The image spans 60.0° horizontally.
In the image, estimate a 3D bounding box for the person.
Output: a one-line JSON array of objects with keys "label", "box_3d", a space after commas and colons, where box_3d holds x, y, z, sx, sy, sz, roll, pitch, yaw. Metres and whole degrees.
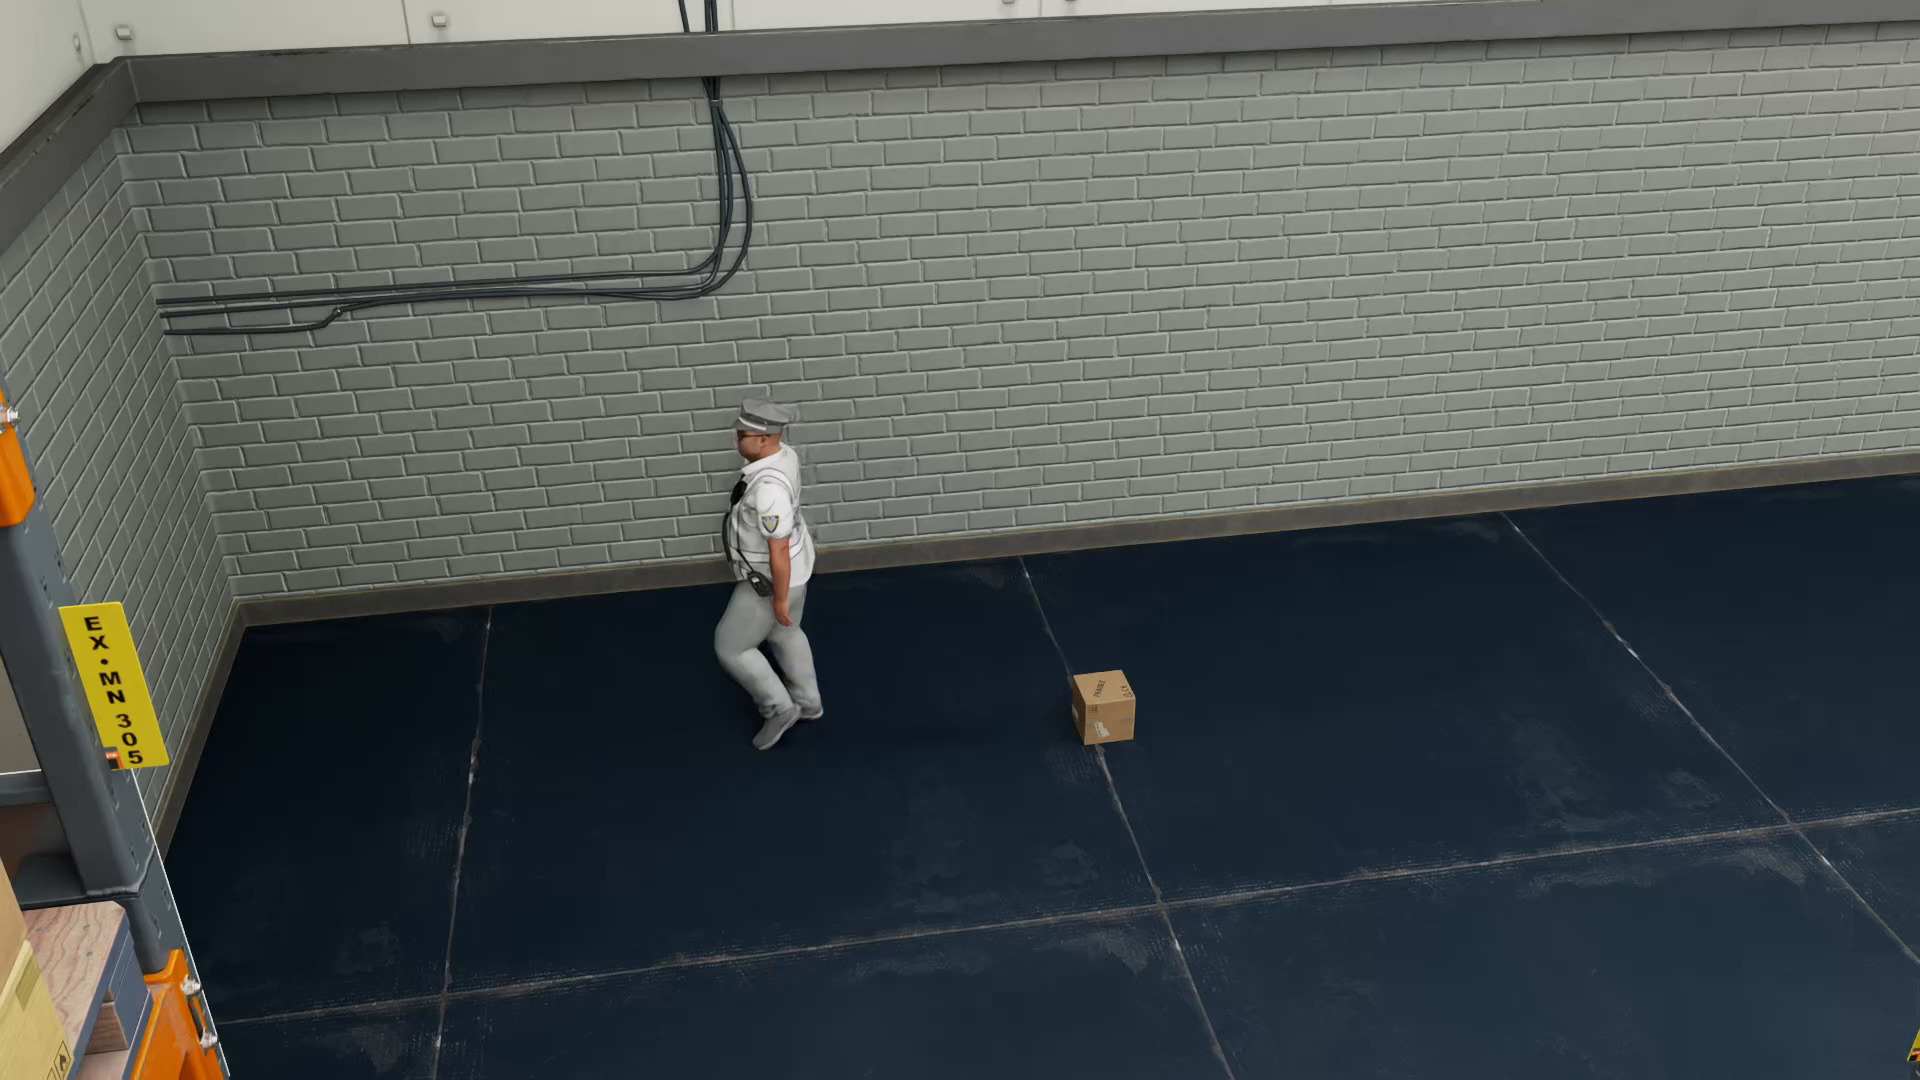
[{"label": "person", "box_3d": [-0.918, 0.165, 7.838, 0.473, 1.820, 0.545, 2, 31, 3]}]
